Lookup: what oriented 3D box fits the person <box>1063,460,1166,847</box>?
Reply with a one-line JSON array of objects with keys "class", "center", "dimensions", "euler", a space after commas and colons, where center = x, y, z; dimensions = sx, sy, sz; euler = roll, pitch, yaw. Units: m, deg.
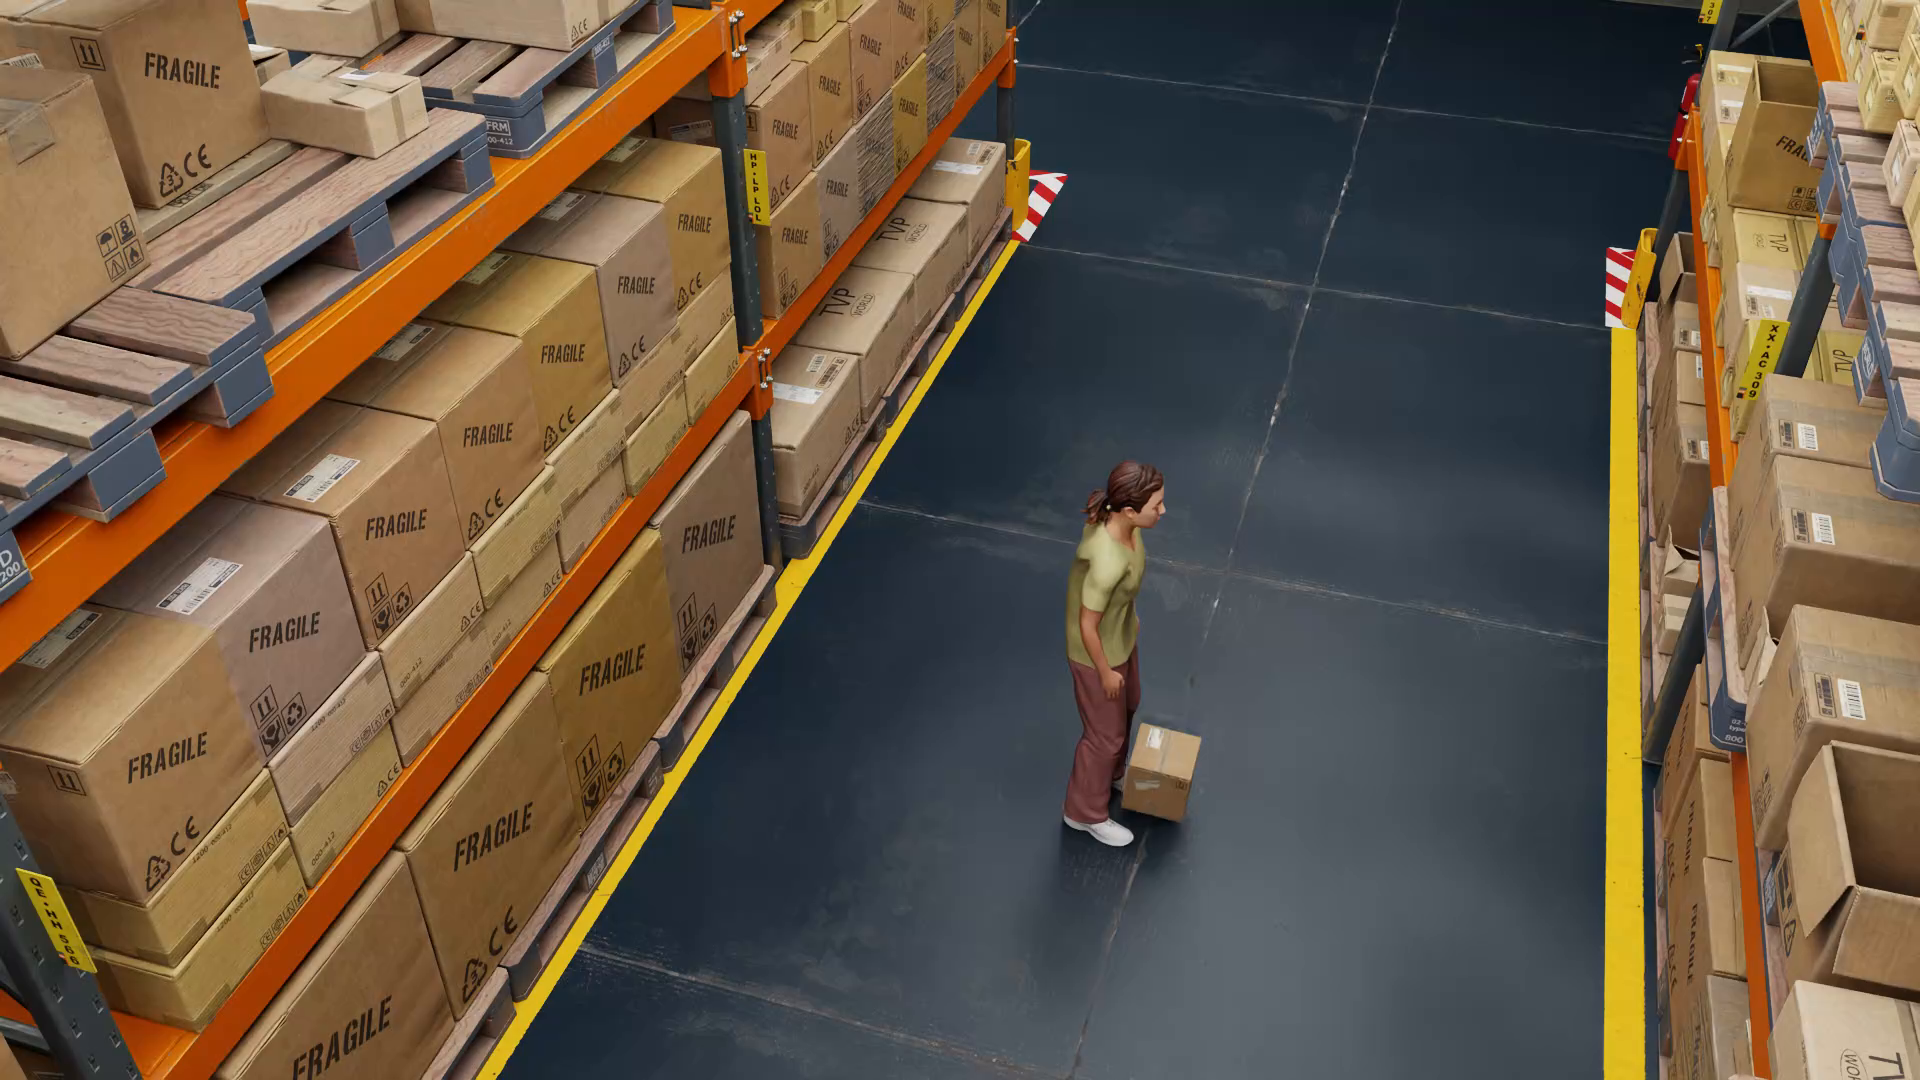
[{"class": "person", "center": [0.586, 0.408, 6.355], "dimensions": [0.372, 1.670, 0.489], "euler": [10, 38, 12]}]
